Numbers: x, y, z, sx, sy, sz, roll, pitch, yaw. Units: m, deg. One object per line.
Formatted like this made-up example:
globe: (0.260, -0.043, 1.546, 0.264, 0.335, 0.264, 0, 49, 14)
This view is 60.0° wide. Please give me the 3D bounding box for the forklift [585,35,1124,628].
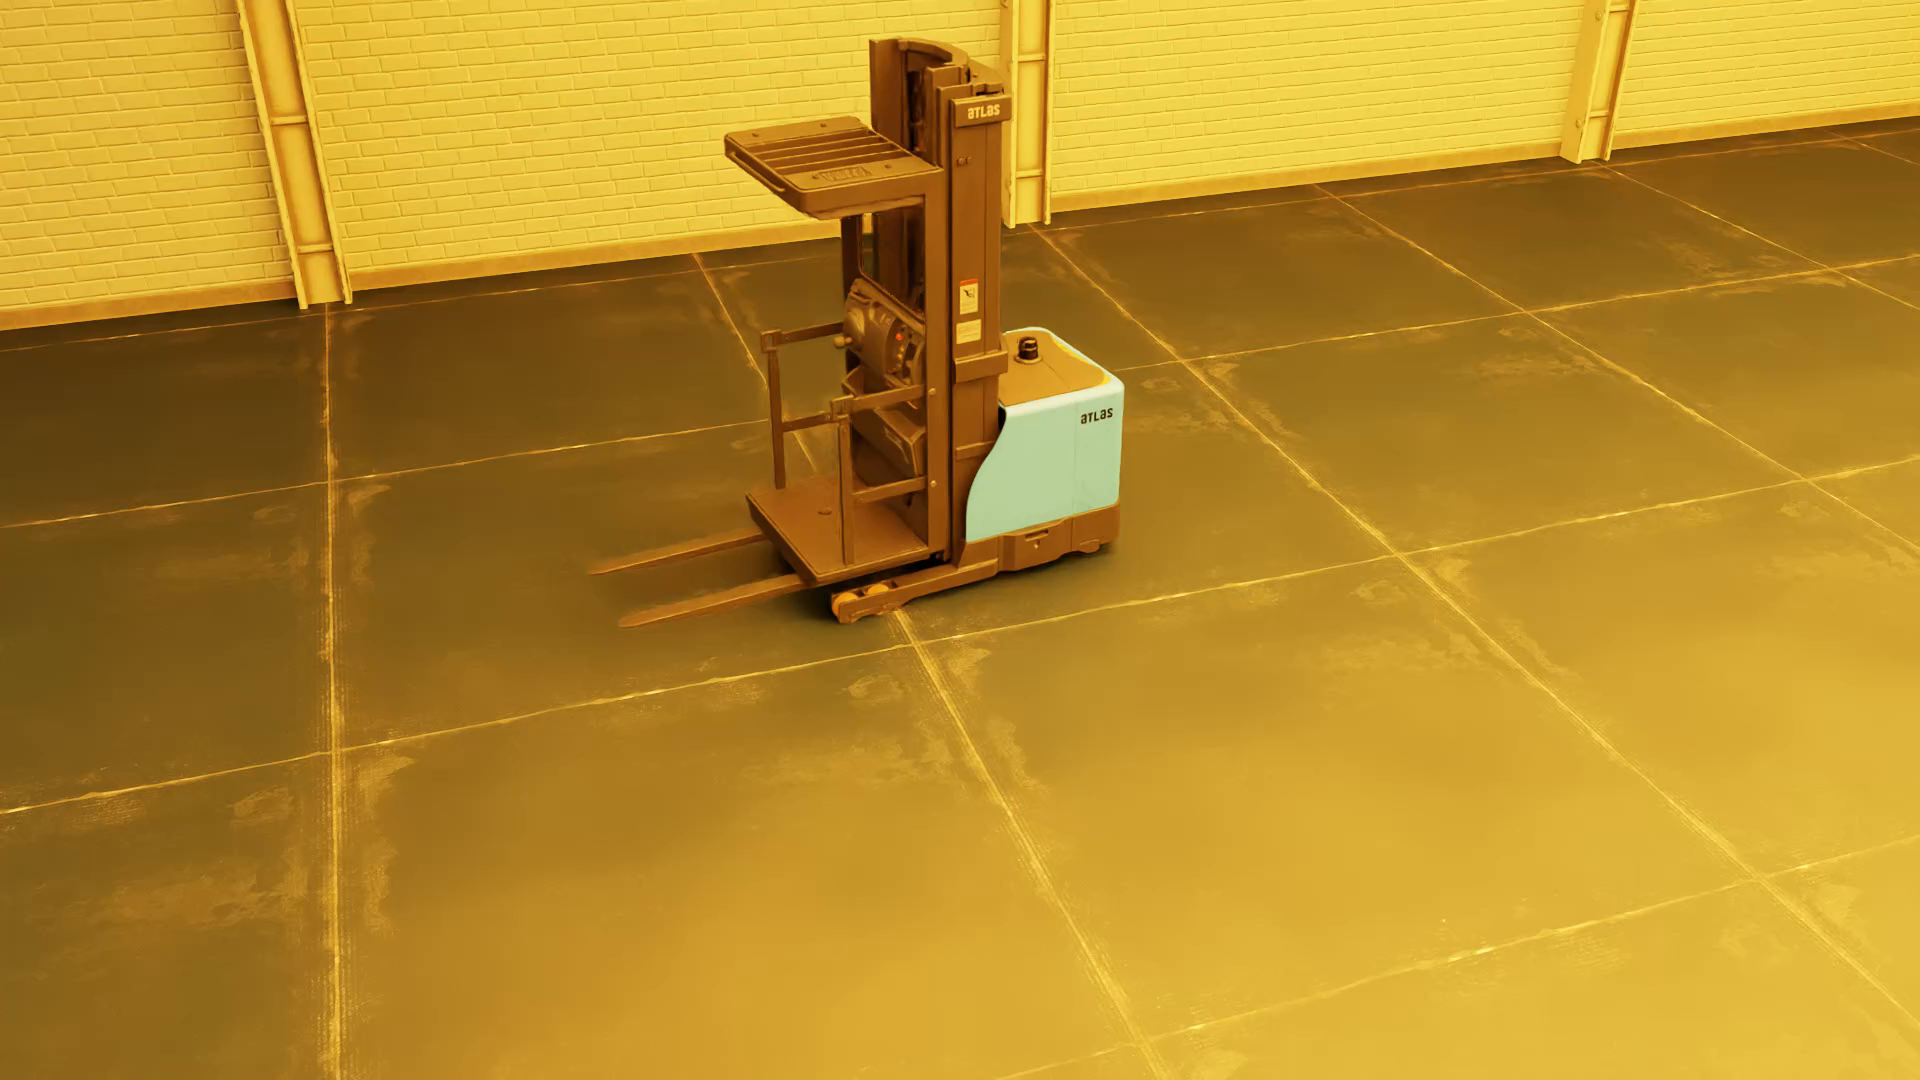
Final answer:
forklift: (-0.600, -1.109, 9.014, 3.031, 2.935, 1.130, -14, 33, -23)
